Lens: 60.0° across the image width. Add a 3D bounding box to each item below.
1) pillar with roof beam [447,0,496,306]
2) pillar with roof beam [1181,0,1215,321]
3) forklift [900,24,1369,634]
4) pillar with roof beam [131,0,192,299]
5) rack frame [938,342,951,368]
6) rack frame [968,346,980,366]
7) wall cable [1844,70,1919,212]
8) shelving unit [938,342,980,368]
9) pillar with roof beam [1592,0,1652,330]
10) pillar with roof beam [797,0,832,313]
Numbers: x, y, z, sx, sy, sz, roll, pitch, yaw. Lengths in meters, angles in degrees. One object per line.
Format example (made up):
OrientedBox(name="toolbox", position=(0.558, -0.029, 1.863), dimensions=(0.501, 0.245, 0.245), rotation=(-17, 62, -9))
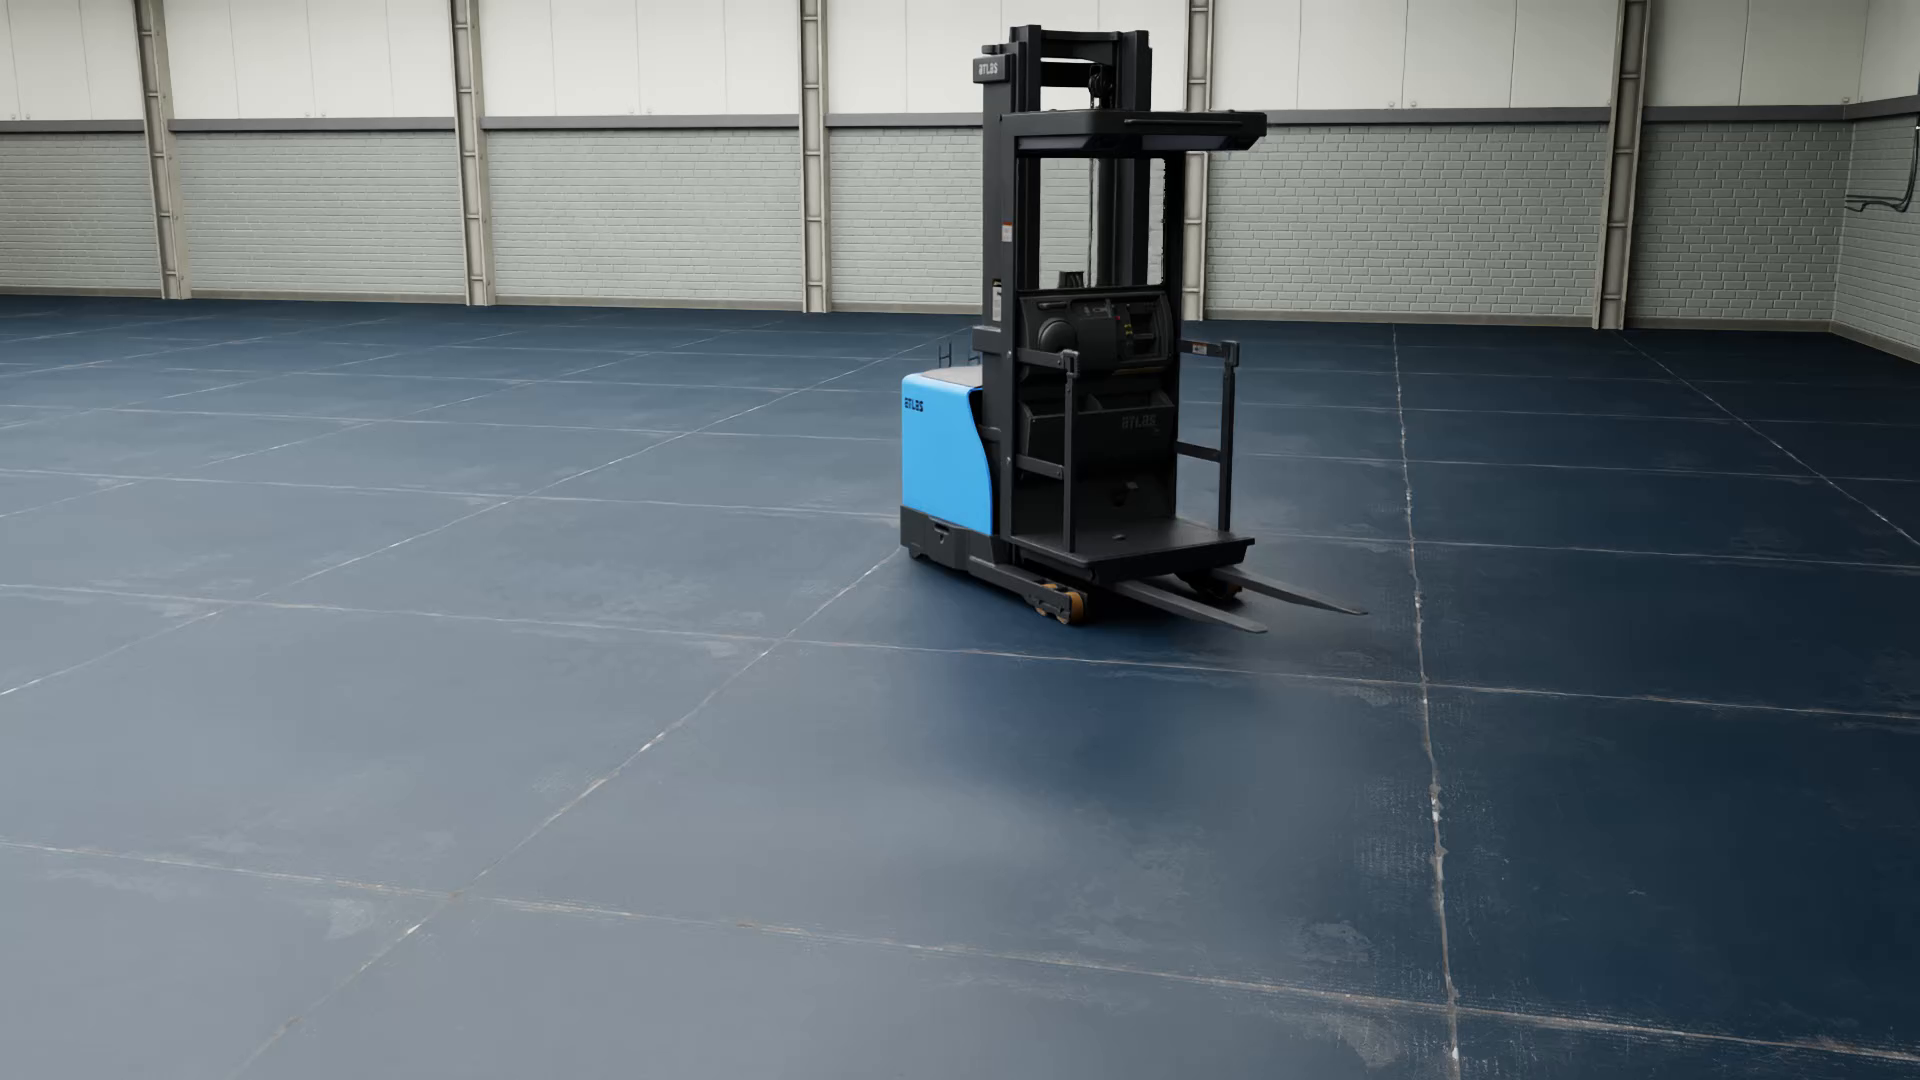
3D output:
OrientedBox(name="pillar with roof beam", position=(-9.154, -7.480, 23.173), dimensions=(0.400, 9.000, 9.100), rotation=(3, 13, 14))
OrientedBox(name="pillar with roof beam", position=(2.496, -6.857, 20.366), dimensions=(0.400, 9.000, 9.100), rotation=(3, 13, 14))
OrientedBox(name="forklift", position=(0.834, -1.123, 8.529), dimensions=(1.130, 2.935, 3.031), rotation=(-7, 14, -30))
OrientedBox(name="pillar with roof beam", position=(-14.980, -7.792, 24.576), dimensions=(0.400, 9.000, 9.100), rotation=(3, 13, 14))
OrientedBox(name="rack frame", position=(-0.092, -0.600, 10.168), dimensions=(0.006, 1.200, 0.240), rotation=(4, 13, 16))
OrientedBox(name="rack frame", position=(0.083, -0.588, 10.116), dimensions=(0.006, 1.200, 0.240), rotation=(4, 13, 16))
OrientedBox(name="wall cable", position=(11.896, -5.504, 21.437), dimensions=(0.112, 2.526, 3.097), rotation=(3, 13, 14))
OrientedBox(name="shelving unit", position=(-0.005, -0.594, 10.142), dimensions=(0.189, 1.200, 0.258), rotation=(4, 13, 16))
OrientedBox(name="pillar with roof beam", position=(8.321, -6.546, 18.962), dimensions=(0.400, 9.000, 9.100), rotation=(3, 13, 14))
OrientedBox(name="pillar with roof beam", position=(-3.329, -7.169, 21.769), dimensions=(0.400, 9.000, 9.100), rotation=(3, 13, 14))
